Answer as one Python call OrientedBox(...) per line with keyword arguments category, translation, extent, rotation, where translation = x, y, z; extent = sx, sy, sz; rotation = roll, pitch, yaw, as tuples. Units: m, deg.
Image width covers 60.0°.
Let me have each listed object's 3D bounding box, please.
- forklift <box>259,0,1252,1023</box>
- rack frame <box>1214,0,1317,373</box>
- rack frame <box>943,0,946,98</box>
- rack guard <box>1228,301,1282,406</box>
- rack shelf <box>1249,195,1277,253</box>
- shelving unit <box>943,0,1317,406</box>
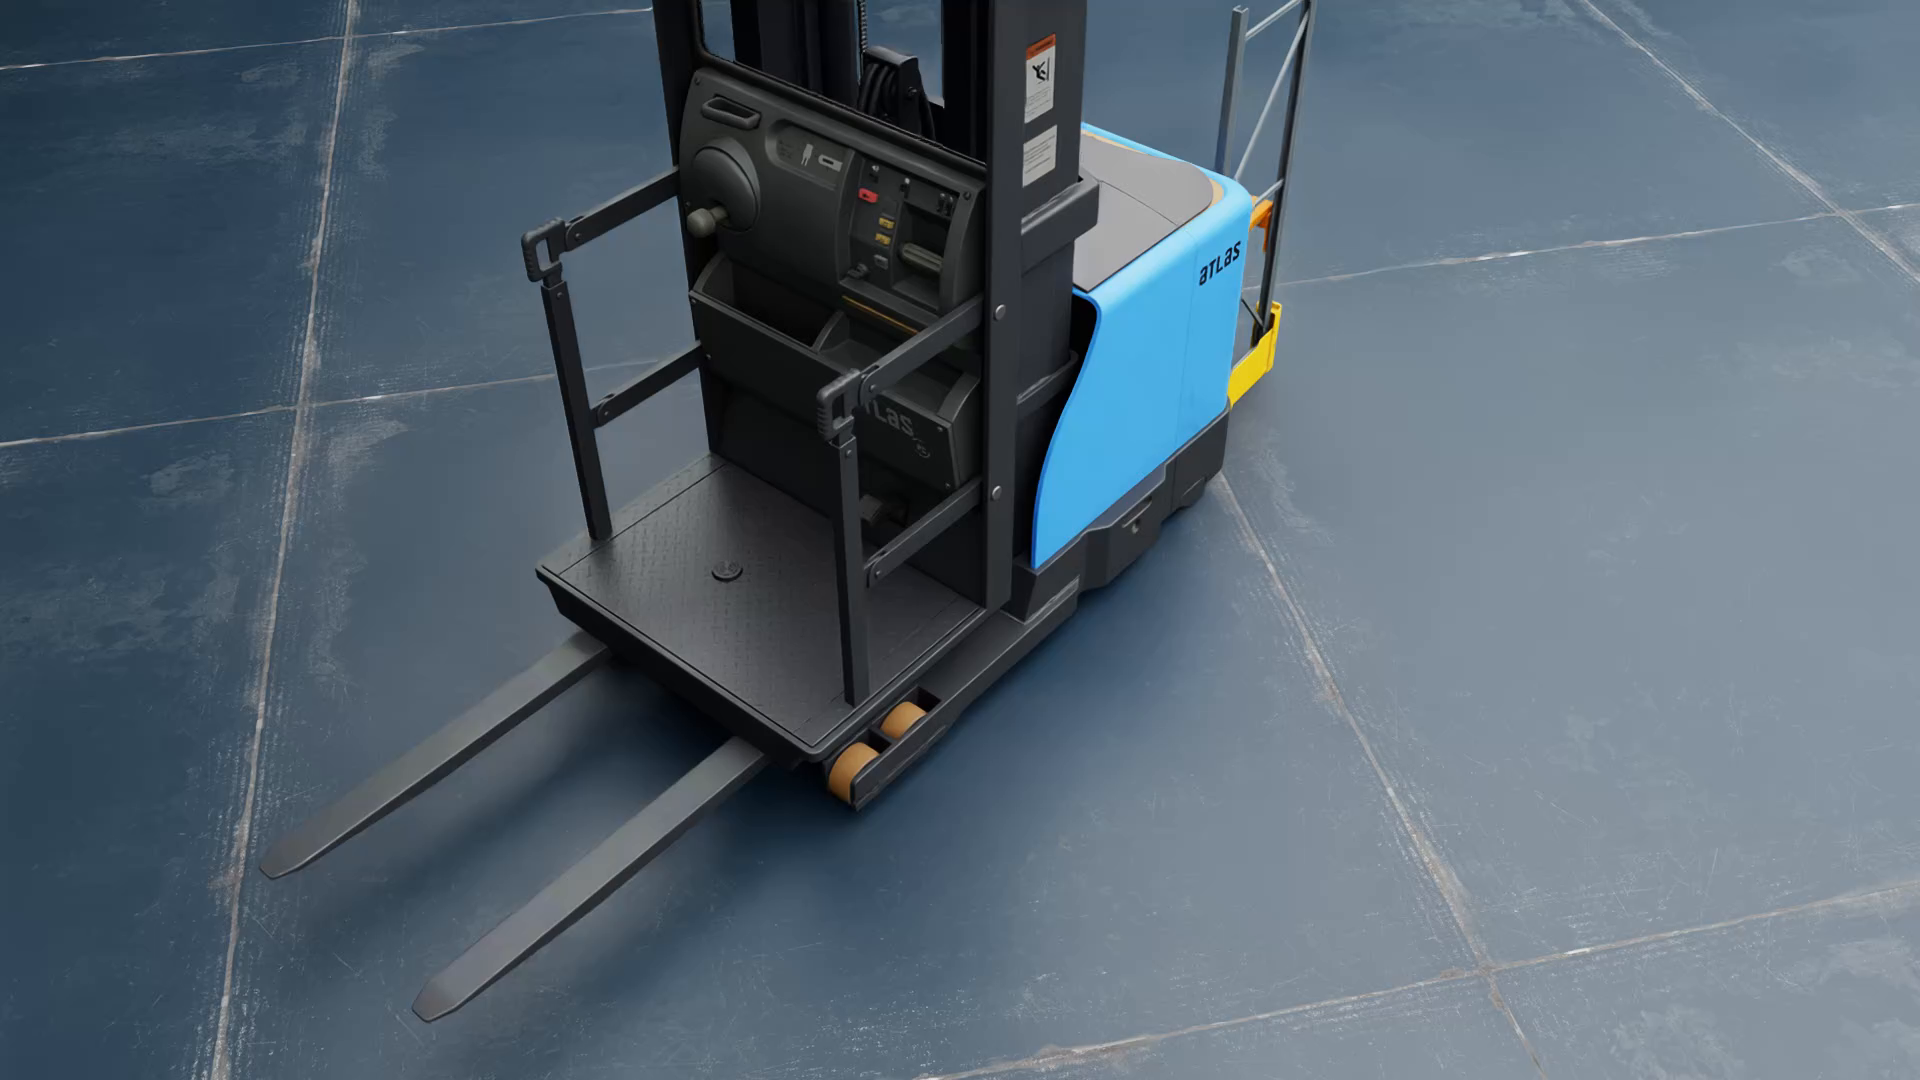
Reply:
OrientedBox(category="forklift", translation=(-0.471, -0.767, 3.906), extent=(1.130, 2.935, 3.031), rotation=(29, 49, 29))
OrientedBox(category="rack frame", translation=(0.923, -1.052, 5.304), extent=(0.032, 1.500, 0.500), rotation=(26, 48, 26))
OrientedBox(category="rack frame", translation=(0.106, -1.453, 5.756), extent=(0.032, 1.500, 0.500), rotation=(26, 48, 26))
OrientedBox(category="rack guard", translation=(0.921, -0.584, 5.719), extent=(0.087, 0.250, 0.587), rotation=(26, 48, 26))
OrientedBox(category="rack shelf", translation=(0.514, -1.118, 5.649), extent=(1.000, 0.185, 0.538), rotation=(26, 48, 26))
OrientedBox(category="shelving unit", translation=(0.522, -1.249, 5.526), extent=(1.083, 1.500, 0.587), rotation=(26, 48, 26))
